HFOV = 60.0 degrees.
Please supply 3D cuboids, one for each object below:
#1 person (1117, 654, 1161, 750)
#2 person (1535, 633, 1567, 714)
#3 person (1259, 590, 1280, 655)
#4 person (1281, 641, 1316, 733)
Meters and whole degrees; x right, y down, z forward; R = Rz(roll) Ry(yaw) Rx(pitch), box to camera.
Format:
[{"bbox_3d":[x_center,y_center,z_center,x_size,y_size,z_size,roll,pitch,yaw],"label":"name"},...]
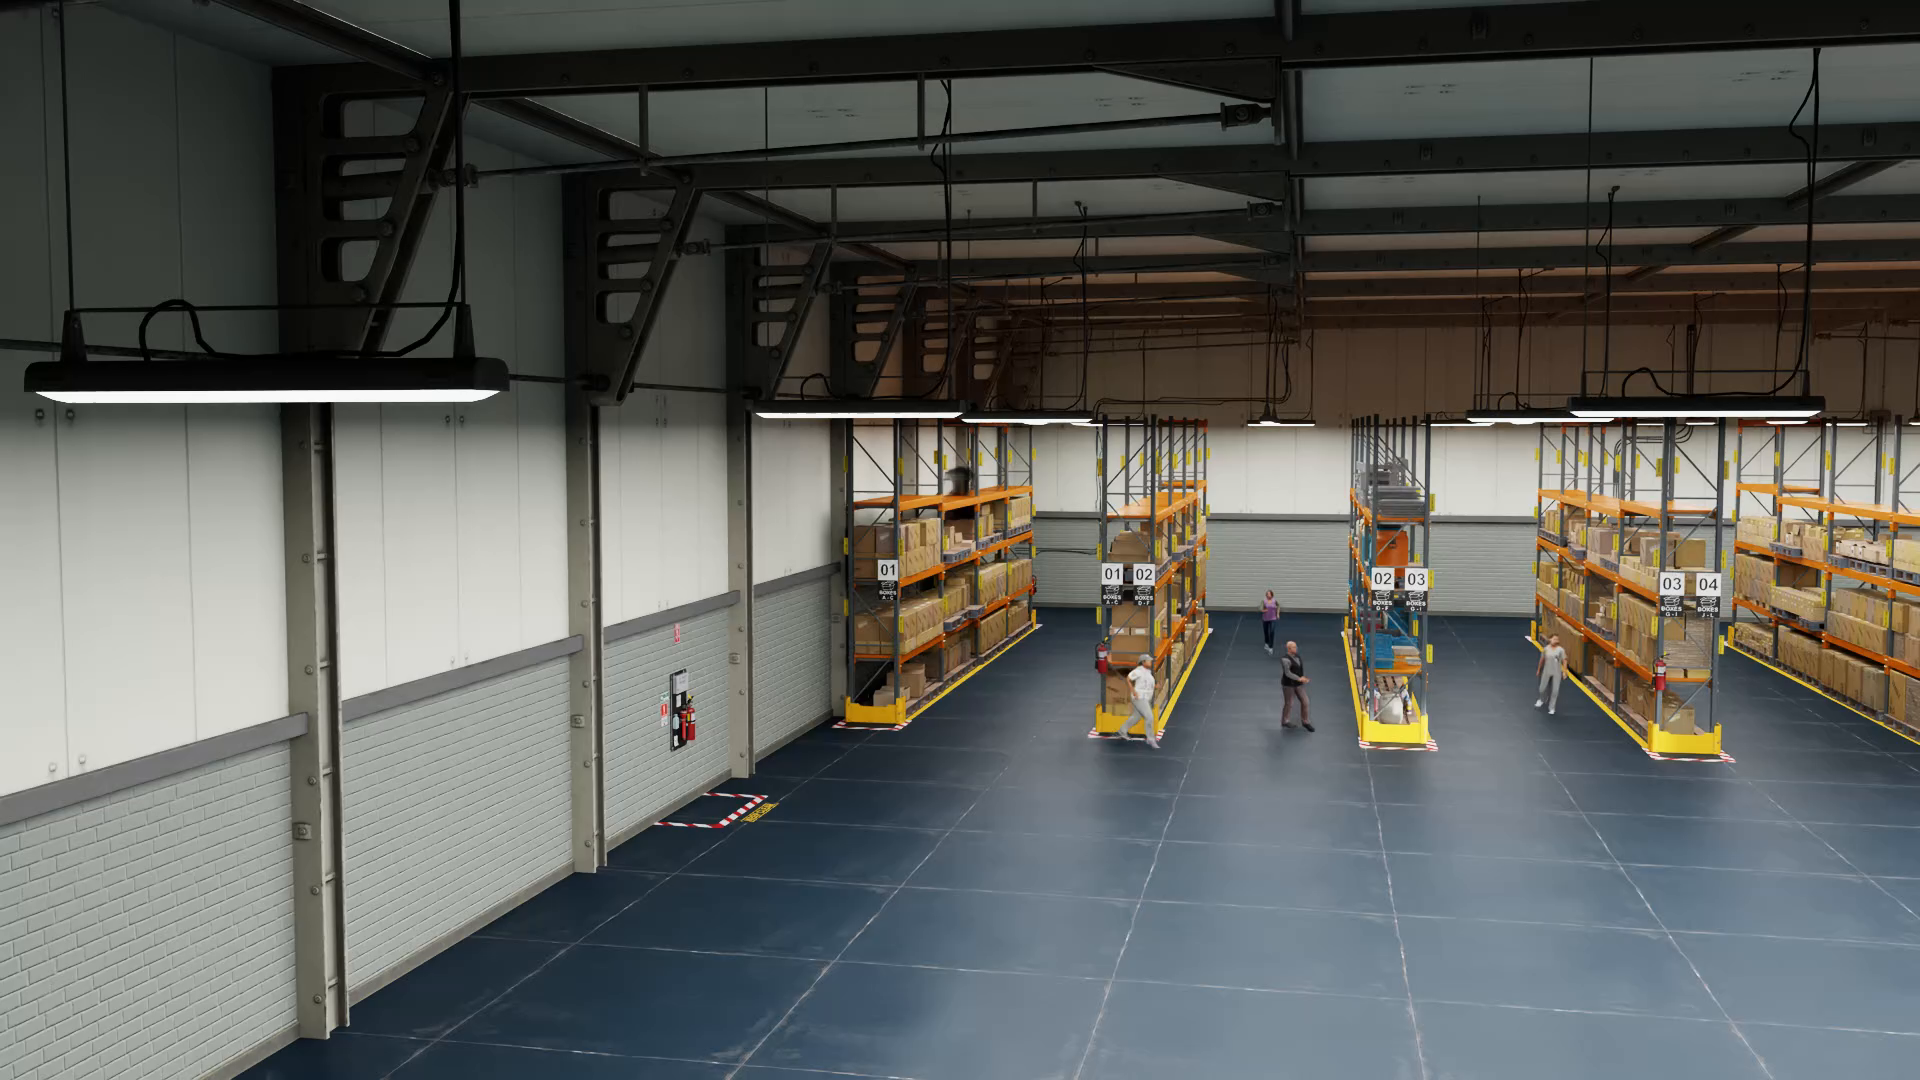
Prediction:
[{"bbox_3d":[3.221,2.900,29.980,0.910,1.708,0.636,2,4,27],"label":"person"},{"bbox_3d":[11.907,2.673,33.475,0.614,1.638,0.644,2,4,24],"label":"person"},{"bbox_3d":[7.911,2.073,42.540,0.533,1.626,0.823,1,4,10],"label":"person"},{"bbox_3d":[6.314,2.772,31.443,0.639,1.721,0.719,-3,5,-35],"label":"person"}]
